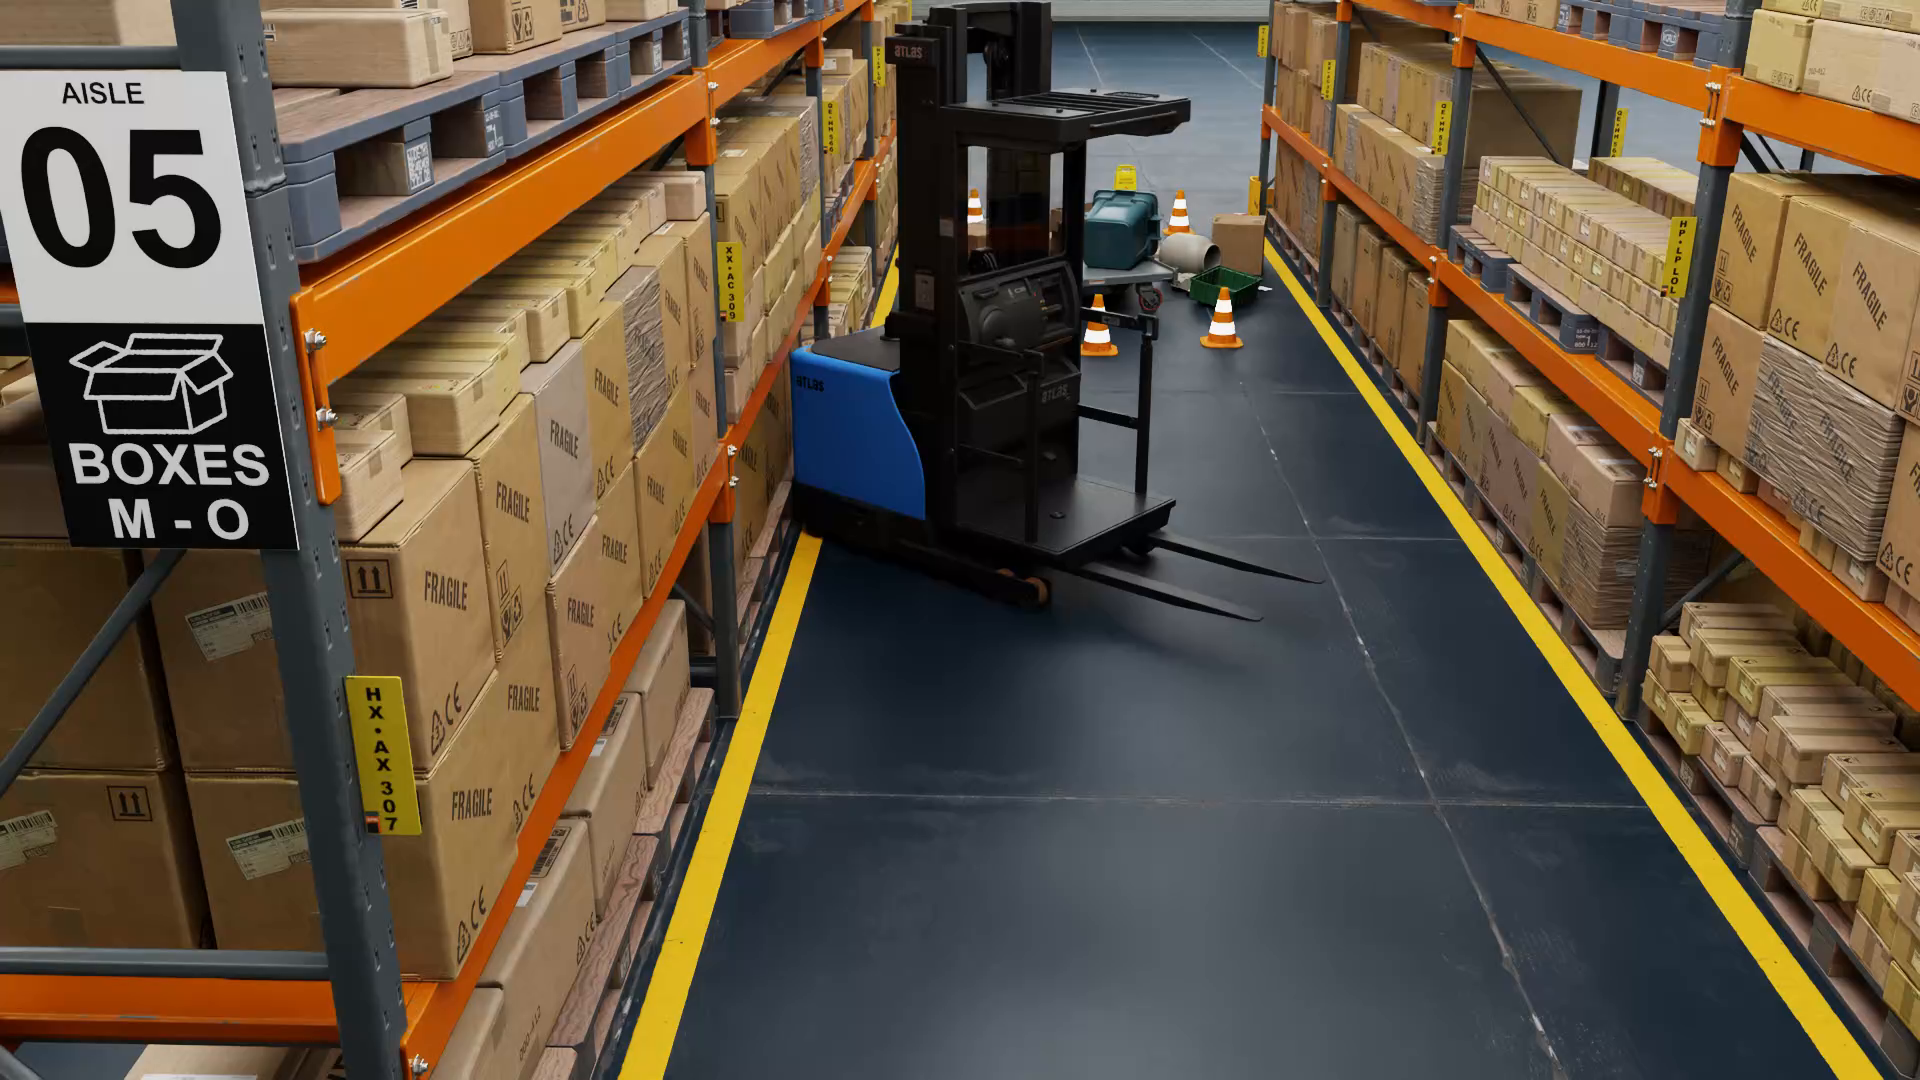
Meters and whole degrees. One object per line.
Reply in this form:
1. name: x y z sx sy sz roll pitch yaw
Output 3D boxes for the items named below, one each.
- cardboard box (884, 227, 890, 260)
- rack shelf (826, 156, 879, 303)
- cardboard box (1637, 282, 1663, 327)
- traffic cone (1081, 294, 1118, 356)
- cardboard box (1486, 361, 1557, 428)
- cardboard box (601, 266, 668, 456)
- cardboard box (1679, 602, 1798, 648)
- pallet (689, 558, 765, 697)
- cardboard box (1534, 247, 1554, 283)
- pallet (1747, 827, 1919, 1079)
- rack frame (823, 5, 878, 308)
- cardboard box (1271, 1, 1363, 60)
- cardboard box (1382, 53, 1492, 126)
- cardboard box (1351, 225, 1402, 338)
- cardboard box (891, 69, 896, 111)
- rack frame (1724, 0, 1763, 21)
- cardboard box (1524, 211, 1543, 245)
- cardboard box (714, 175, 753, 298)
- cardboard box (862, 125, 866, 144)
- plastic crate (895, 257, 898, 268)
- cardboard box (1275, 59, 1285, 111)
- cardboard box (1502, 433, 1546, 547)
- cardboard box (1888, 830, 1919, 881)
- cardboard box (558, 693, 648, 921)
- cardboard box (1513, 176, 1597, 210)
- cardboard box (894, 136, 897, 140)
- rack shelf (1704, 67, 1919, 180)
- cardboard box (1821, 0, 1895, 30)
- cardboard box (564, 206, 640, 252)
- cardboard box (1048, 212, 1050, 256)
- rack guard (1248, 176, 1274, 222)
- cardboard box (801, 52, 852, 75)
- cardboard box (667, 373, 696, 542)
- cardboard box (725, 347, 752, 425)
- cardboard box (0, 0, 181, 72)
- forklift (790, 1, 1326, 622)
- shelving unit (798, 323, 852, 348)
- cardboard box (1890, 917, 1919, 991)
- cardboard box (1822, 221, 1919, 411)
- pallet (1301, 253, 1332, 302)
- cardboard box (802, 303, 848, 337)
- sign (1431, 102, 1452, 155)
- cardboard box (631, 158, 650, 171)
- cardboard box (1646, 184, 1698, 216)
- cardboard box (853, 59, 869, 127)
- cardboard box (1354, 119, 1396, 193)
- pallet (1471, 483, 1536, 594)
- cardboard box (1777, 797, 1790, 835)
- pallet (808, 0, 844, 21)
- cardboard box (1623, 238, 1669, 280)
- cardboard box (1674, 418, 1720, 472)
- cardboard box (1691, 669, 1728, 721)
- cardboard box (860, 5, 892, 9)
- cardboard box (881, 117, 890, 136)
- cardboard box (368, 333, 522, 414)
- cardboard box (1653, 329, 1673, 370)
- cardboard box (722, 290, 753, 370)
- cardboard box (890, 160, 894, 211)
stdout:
1. cardboard box: -0.954 -2.826 15.886 0.500 0.250 0.500 2 21 5
2. rack shelf: -1.307 -2.450 12.691 1.077 0.370 4.000 1 21 2
3. cardboard box: 3.283 -1.057 7.461 0.380 0.149 0.250 1 21 2
4. traffic cone: 1.106 -1.746 13.390 0.336 0.463 0.334 1 21 2
5. cardboard box: 3.277 -0.816 9.323 0.500 0.250 0.500 1 21 2
6. cardboard box: -1.258 -0.588 5.376 0.500 0.500 0.500 1 21 2
7. cardboard box: 3.244 0.380 6.941 0.380 0.149 0.250 1 21 4
8. pallet: -1.542 0.404 8.196 1.003 0.211 1.213 1 21 2
9. cardboard box: 3.329 -1.484 8.974 0.380 0.149 0.250 1 21 2
10. pallet: 3.442 1.387 5.662 1.003 0.211 1.213 1 21 2
11. rack frame: -1.246 -3.509 14.425 1.000 3.000 0.127 1 21 2
12. cardboard box: 3.776 -5.377 17.539 0.875 0.550 0.550 1 21 2
13. cardboard box: 3.666 -3.455 12.767 0.700 0.500 0.500 1 21 2
14. cardboard box: 3.742 -2.063 13.230 1.050 0.750 0.750 1 21 2
15. cardboard box: -0.904 -4.579 16.634 0.500 0.500 0.500 1 21 1
16. rack frame: 3.461 -3.395 5.839 1.000 3.000 0.127 1 21 2
17. cardboard box: 3.341 -1.713 9.153 0.380 0.149 0.250 1 21 2
18. cardboard box: -1.189 -1.285 7.173 0.500 0.500 0.500 1 21 2
19. cardboard box: -0.986 -3.398 13.907 0.380 0.149 0.250 1 21 2
20. plastic crate: -0.379 -2.706 16.393 0.402 0.080 0.583 -7 22 -17
21. cardboard box: 3.860 -4.872 17.732 0.875 0.550 0.550 1 21 2
22. cardboard box: 3.268 -0.270 8.953 0.500 0.500 0.500 0 21 0
23. cardboard box: 3.191 1.040 5.240 0.380 0.149 0.250 0 21 0
24. cardboard box: -1.643 0.932 5.941 0.875 0.438 0.875 0 21 0
25. cardboard box: 3.349 -1.954 9.362 0.380 0.149 0.250 0 21 -1
26. cardboard box: -0.832 -4.095 17.223 0.380 0.149 0.250 1 21 3
27. rack shelf: 3.400 -0.938 4.648 1.077 0.370 4.000 1 21 2
28. cardboard box: 3.187 -1.808 5.412 0.500 0.250 0.500 1 21 1
29. cardboard box: -1.305 -1.040 5.647 0.380 0.149 0.250 0 21 1
30. cardboard box: 0.534 -2.688 14.718 0.500 0.500 0.500 1 21 2
31. rack guard: 3.827 -3.780 18.581 1.175 0.500 0.348 1 21 2
32. cardboard box: -1.027 -3.674 12.824 0.380 0.149 0.250 0 21 -1
33. cardboard box: -1.258 -0.306 6.033 0.500 0.500 0.500 0 21 0
34. cardboard box: -1.212 -0.702 7.400 0.500 0.250 0.500 0 21 0
35. cardboard box: -1.688 -0.904 3.055 0.500 0.250 0.500 -1 21 -3
36. forklift: 0.480 -1.220 8.621 3.031 2.935 1.130 17 27 37
37. shelving unit: -0.775 -0.757 10.010 0.252 1.050 0.215 13 25 37
38. cardboard box: 3.087 1.273 5.050 0.380 0.149 0.250 1 21 2
39. cardboard box: 3.157 -0.720 5.305 0.500 0.500 0.500 1 21 3
40. pallet: 3.806 -2.465 15.589 1.003 0.211 1.213 1 21 2
41. cardboard box: -1.326 -1.504 12.311 0.950 0.372 0.625 0 21 1
42. sign: 3.028 -2.589 10.454 0.100 0.325 0.005 1 21 2
43. cardboard box: -1.719 -1.480 7.677 0.500 0.500 0.500 1 21 3
44. cardboard box: 3.991 -1.849 9.092 0.380 0.149 0.250 1 21 2
45. cardboard box: -1.031 -3.720 13.840 0.500 0.500 0.500 0 21 1
46. cardboard box: 3.387 -2.987 12.942 0.500 0.500 0.500 1 21 1
47. pallet: 3.518 -0.022 9.294 1.003 0.211 1.213 1 21 2
48. cardboard box: 3.234 1.040 6.063 0.380 0.149 0.250 0 21 -1
49. pallet: -1.335 -3.139 9.588 1.213 0.211 1.003 2 21 4
50. cardboard box: 3.295 -1.292 7.656 0.380 0.149 0.250 0 21 0
51. cardboard box: 3.125 -0.382 6.715 0.380 0.149 0.250 1 21 4
52. cardboard box: 3.212 0.616 6.743 0.380 0.149 0.250 1 21 2
53. cardboard box: -1.012 -4.872 16.007 0.700 0.500 0.500 1 21 1
54. cardboard box: -0.868 -3.964 15.947 0.380 0.149 0.250 1 21 2
55. cardboard box: -1.275 -0.394 3.980 0.380 0.149 0.250 0 21 0
56. cardboard box: 3.275 -0.823 7.269 0.380 0.149 0.250 0 21 0
57. cardboard box: -1.194 -0.935 7.309 0.500 0.250 0.500 0 21 0
58. cardboard box: -0.923 -3.555 16.728 0.500 0.500 0.500 0 21 0
